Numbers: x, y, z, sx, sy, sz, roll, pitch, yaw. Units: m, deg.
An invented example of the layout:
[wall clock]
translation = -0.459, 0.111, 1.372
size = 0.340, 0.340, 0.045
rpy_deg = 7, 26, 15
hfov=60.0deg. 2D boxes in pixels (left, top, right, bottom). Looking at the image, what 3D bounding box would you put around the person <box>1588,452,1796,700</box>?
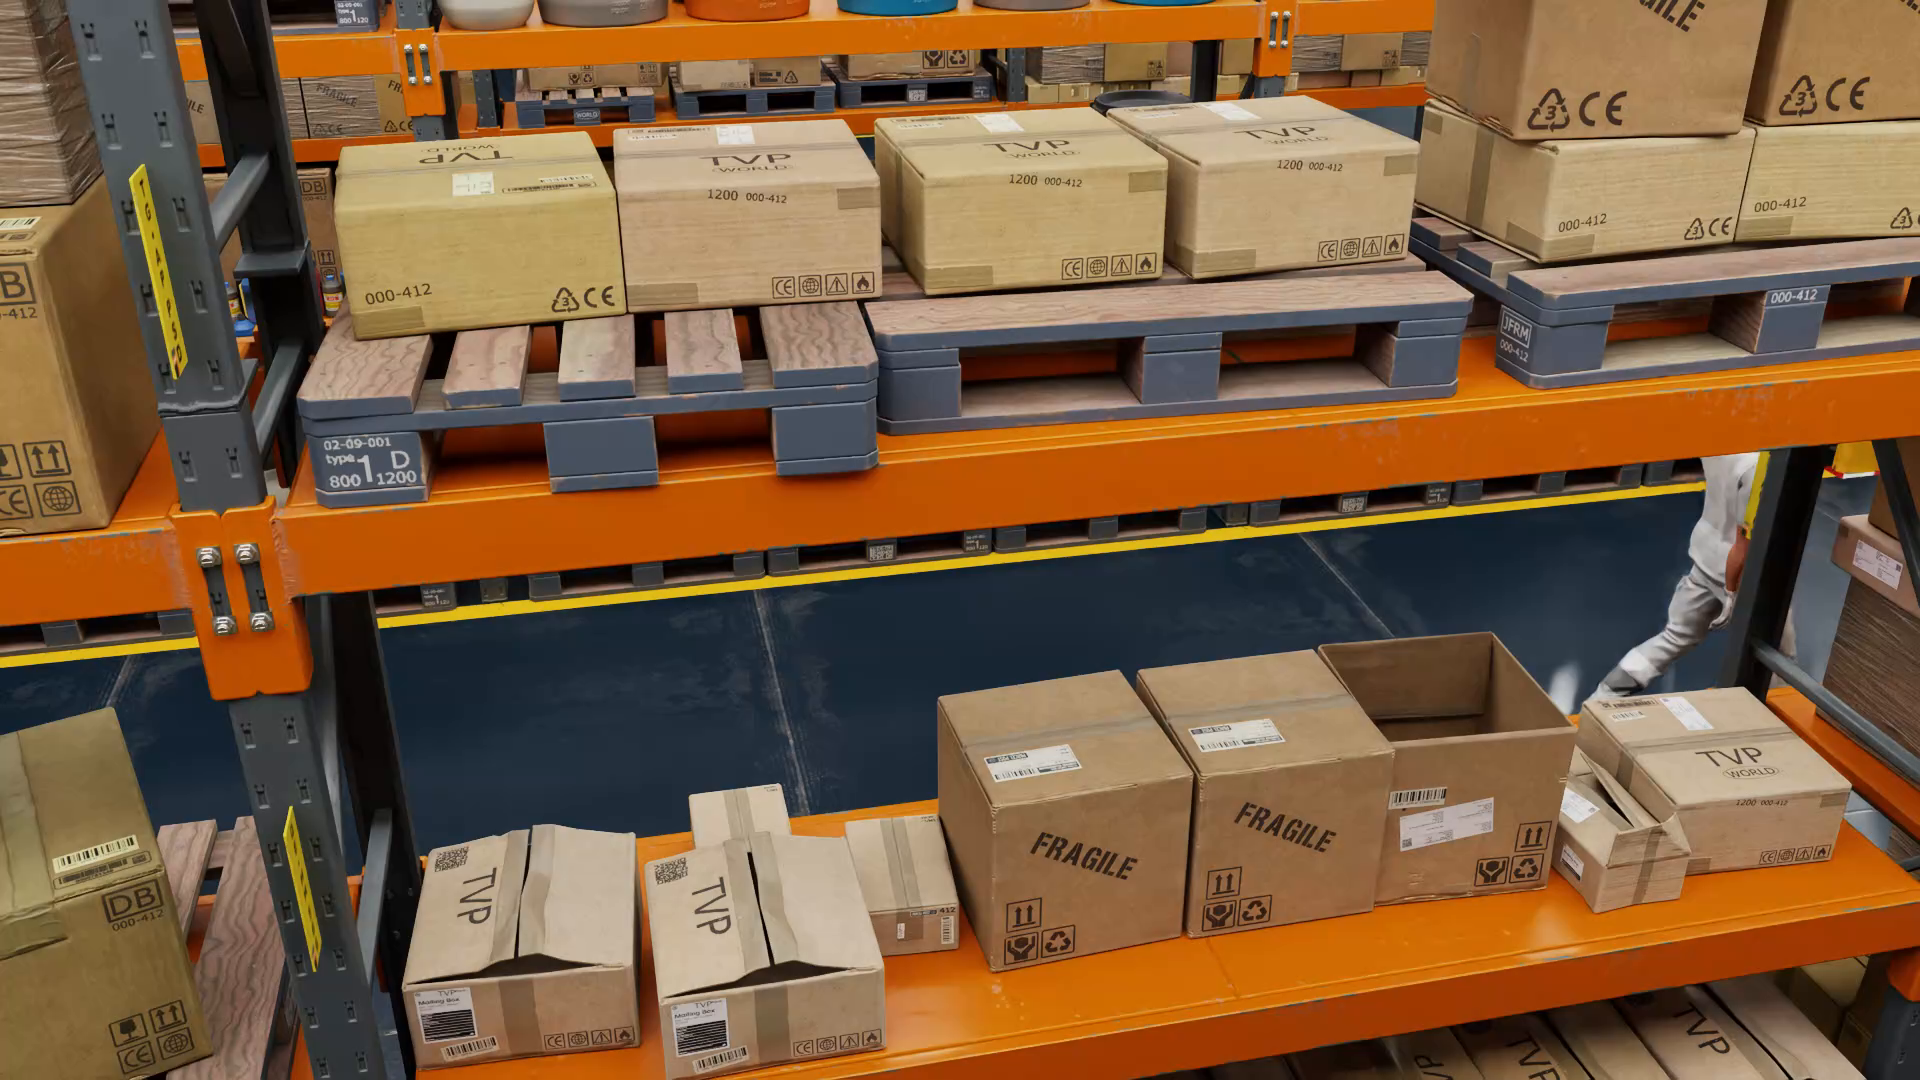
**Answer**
[person]
translation = 3.217, 0.109, 6.874
size = 1.020, 1.751, 0.533
rpy_deg = -3, 27, -5
